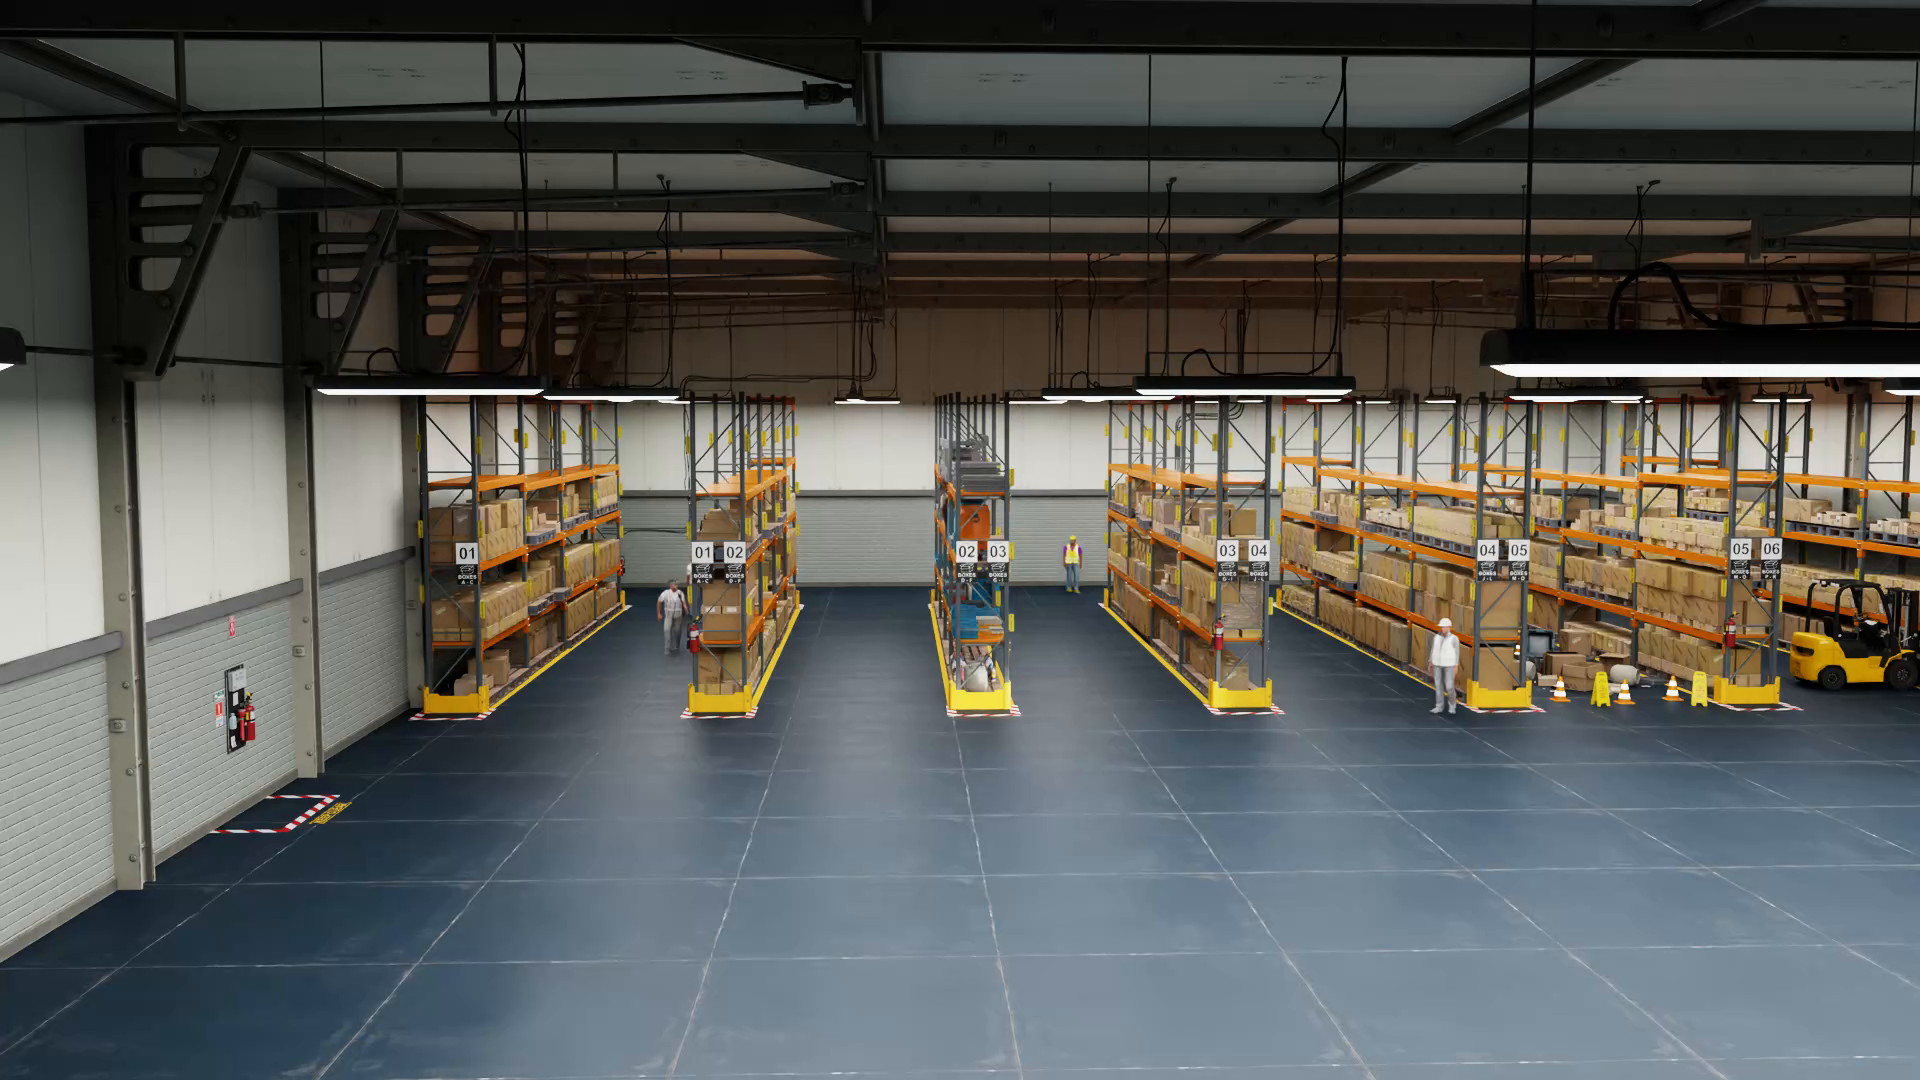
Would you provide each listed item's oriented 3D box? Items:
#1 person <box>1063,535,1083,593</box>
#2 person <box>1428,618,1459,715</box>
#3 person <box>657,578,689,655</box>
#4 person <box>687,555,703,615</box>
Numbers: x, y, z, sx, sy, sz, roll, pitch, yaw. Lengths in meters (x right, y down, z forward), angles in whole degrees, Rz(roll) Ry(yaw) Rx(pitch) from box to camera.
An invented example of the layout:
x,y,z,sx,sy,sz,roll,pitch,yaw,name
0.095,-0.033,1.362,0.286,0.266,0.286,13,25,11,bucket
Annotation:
x,y,z,sx,sy,sz,roll,pitch,yaw,name
3.492,0.753,51.324,0.600,1.797,0.558,-1,5,-14,person
9.021,2.357,31.089,0.567,1.792,0.425,4,6,42,person
-6.685,1.765,38.791,0.753,1.767,0.985,0,5,-2,person
-7.282,1.216,45.701,0.372,1.693,0.537,1,5,15,person
